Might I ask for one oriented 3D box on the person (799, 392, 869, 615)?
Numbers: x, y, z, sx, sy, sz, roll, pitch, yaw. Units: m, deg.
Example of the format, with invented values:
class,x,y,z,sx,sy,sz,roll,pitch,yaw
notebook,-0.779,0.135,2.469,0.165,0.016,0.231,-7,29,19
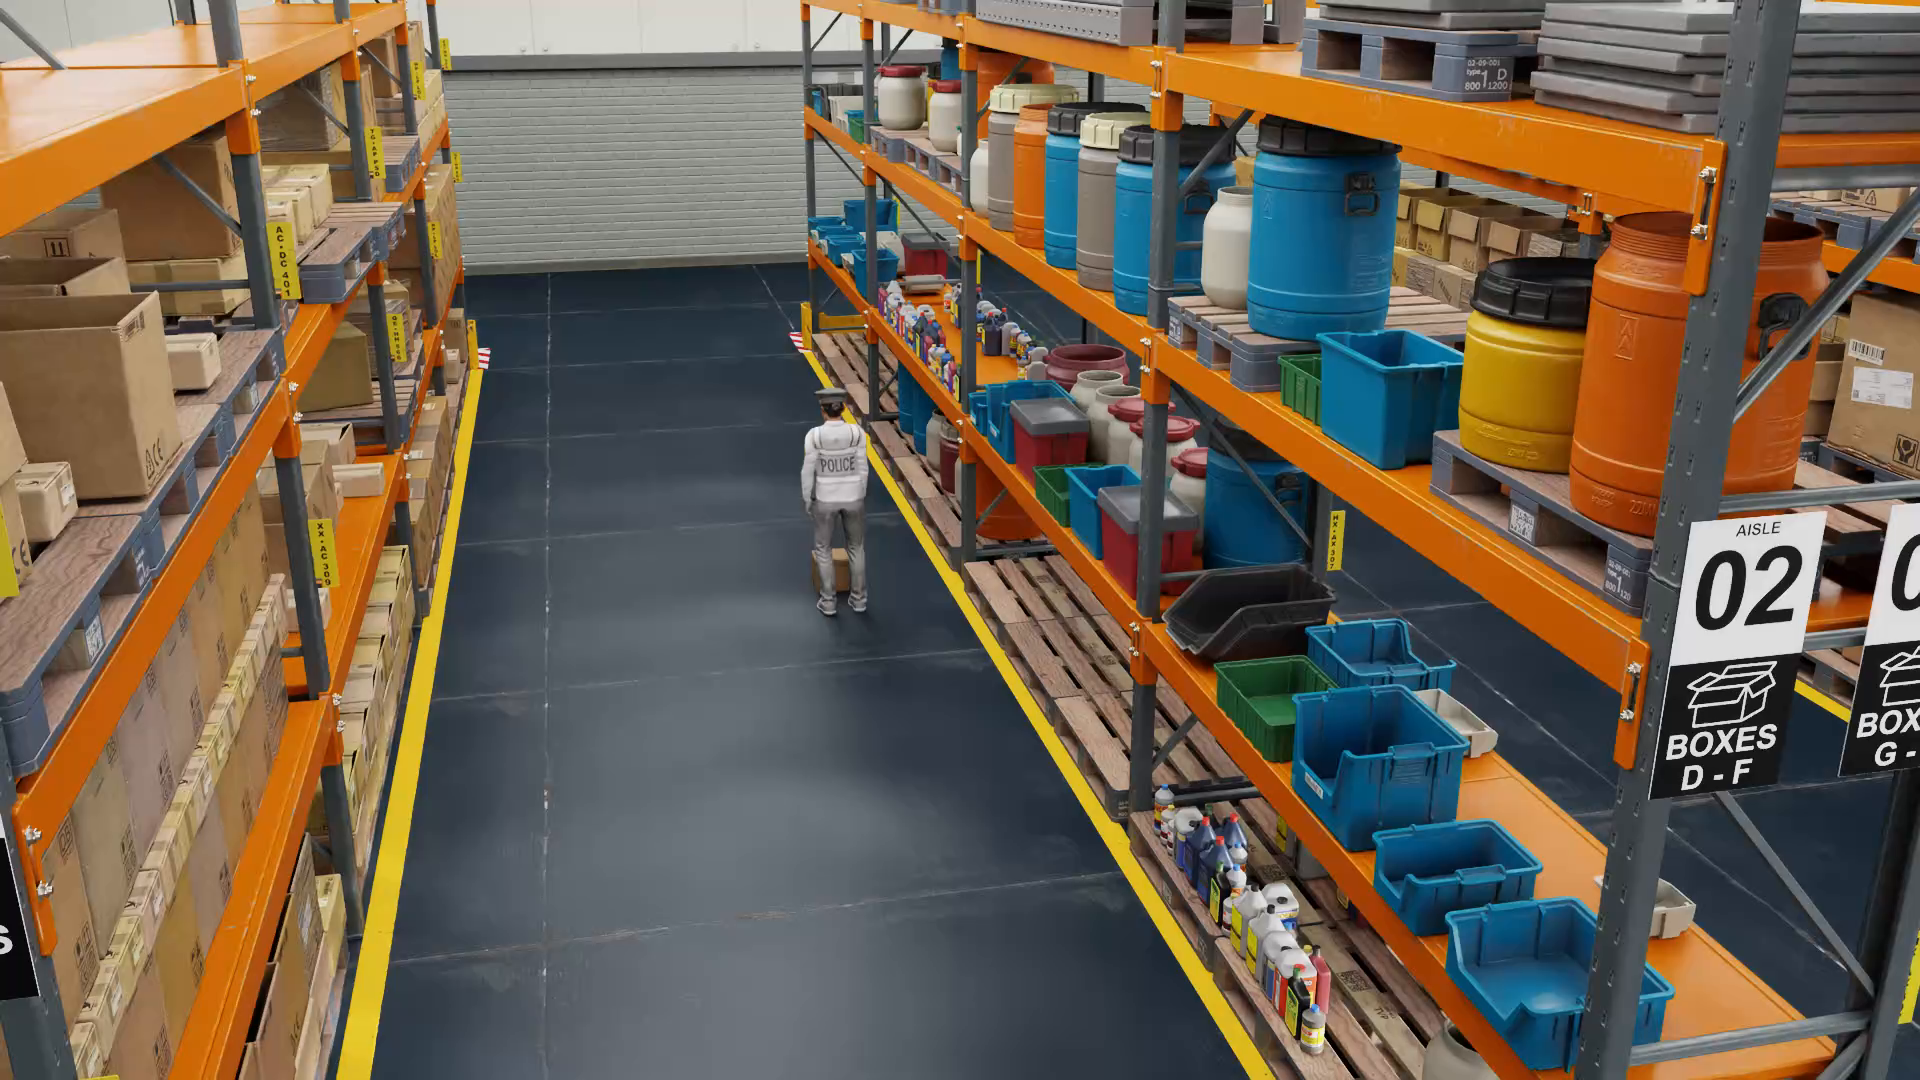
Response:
class,x,y,z,sx,sy,sz,roll,pitch,yaw
person,-0.895,-0.256,11.883,0.504,1.615,0.465,-4,20,-11
